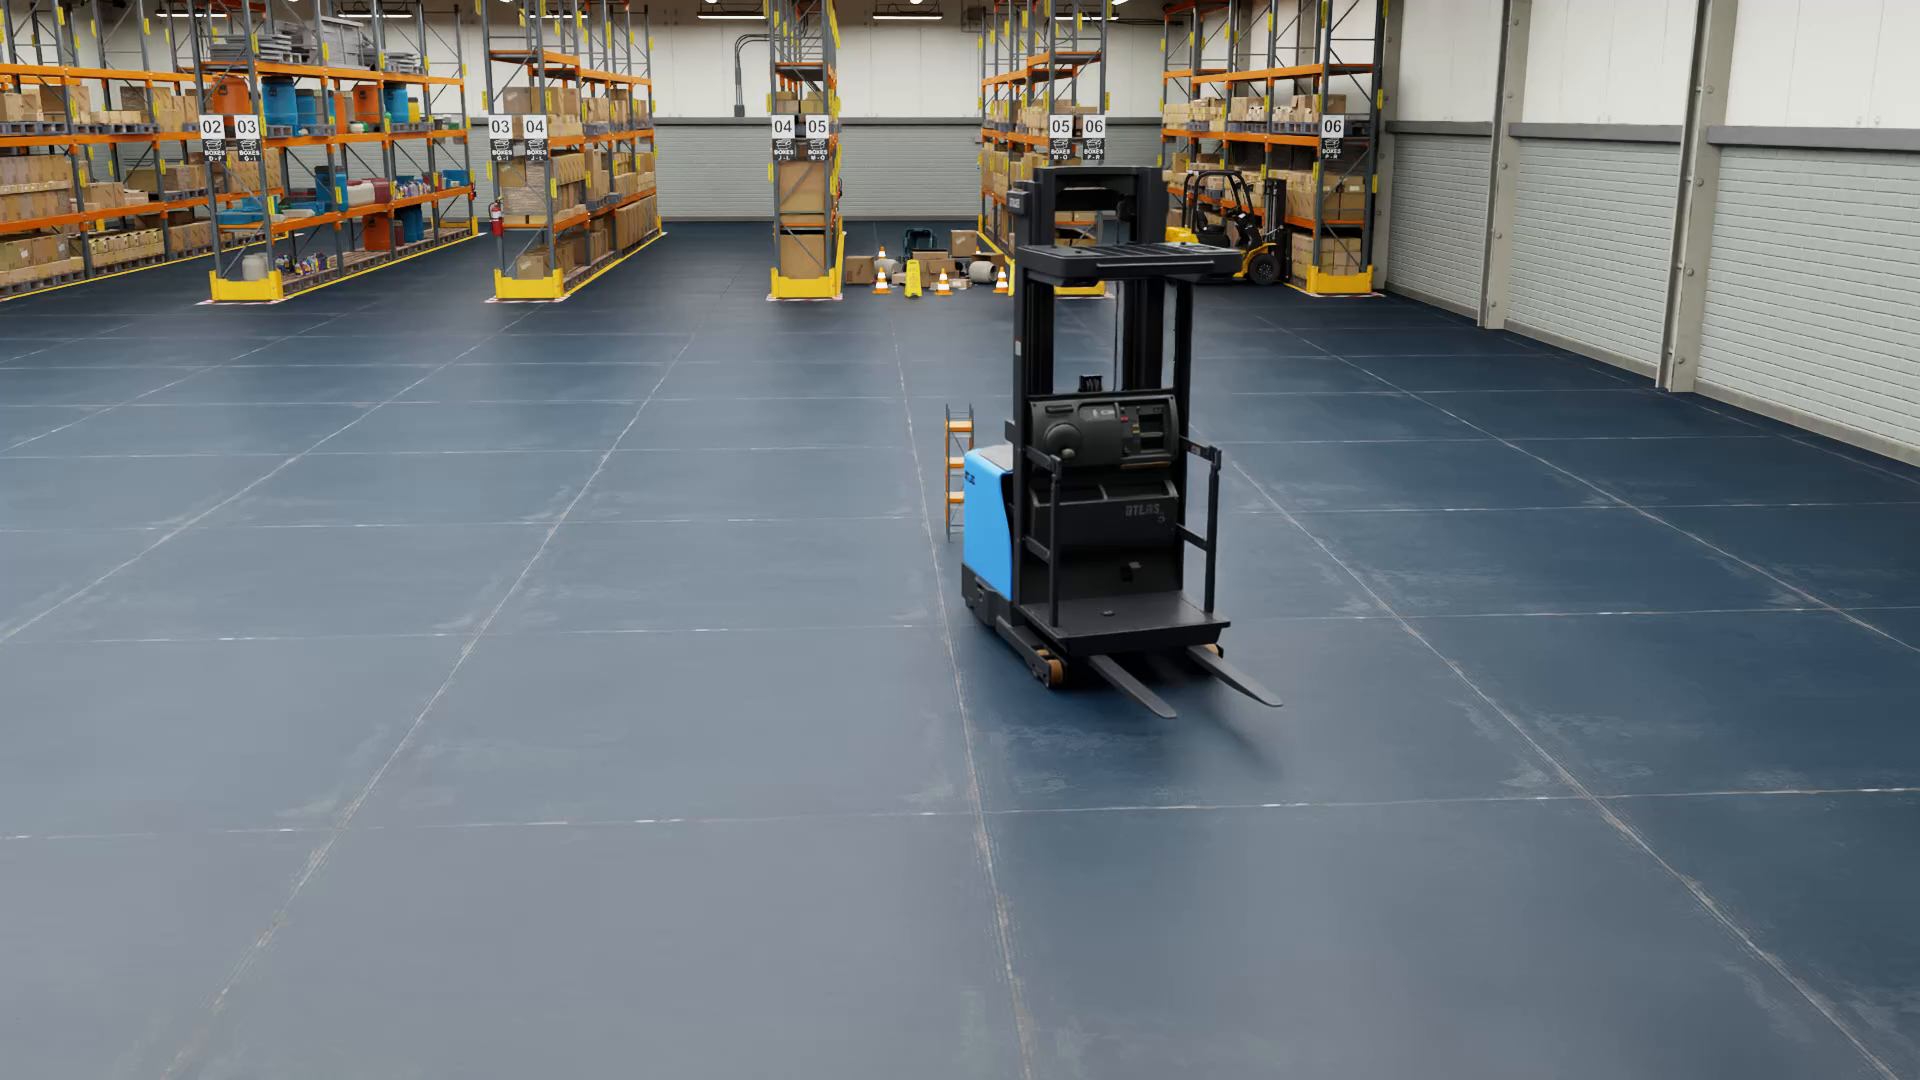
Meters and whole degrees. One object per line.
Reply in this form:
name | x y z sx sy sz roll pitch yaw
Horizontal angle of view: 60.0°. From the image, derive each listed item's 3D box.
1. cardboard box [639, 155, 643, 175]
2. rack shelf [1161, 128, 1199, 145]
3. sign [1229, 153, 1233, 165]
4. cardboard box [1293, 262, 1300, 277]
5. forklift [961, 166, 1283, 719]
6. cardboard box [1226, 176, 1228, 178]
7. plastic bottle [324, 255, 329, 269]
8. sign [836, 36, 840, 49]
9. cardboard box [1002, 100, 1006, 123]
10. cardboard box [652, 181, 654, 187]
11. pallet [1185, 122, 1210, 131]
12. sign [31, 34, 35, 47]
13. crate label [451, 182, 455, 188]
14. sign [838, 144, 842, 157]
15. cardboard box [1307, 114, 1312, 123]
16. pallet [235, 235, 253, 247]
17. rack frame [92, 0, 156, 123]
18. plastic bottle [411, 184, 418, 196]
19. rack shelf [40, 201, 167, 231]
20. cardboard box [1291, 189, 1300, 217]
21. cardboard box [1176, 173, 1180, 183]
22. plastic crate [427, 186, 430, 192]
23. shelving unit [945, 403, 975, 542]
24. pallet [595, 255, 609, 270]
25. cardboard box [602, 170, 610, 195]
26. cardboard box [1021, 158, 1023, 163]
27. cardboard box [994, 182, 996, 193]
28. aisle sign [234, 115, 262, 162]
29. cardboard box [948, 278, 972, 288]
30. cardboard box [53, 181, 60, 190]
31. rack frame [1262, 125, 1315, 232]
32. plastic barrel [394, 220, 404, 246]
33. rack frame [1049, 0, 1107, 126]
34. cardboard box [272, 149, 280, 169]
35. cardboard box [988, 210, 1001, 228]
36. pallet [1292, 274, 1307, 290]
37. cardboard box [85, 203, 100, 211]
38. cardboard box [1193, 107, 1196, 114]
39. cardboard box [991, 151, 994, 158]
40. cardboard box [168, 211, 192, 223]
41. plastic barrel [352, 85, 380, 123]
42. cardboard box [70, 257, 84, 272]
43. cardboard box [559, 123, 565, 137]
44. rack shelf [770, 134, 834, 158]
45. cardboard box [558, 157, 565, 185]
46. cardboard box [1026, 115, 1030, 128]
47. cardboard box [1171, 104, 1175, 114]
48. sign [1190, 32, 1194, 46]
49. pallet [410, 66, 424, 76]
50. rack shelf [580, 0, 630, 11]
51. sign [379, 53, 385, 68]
cardboard box | -8.333 -9.508 42.161 0.500 0.500 0.500 -1 14 -3
rack shelf | 6.185 -10.660 43.864 1.077 0.370 4.000 -1 14 -3
sign | 6.863 -9.629 42.107 0.100 0.325 0.005 -1 14 -3
cardboard box | 6.687 -5.182 31.822 0.500 0.250 0.500 -1 14 -3
forklift | 0.934 -0.671 9.750 1.130 2.935 3.031 -4 15 -17
cardboard box | 6.283 -8.343 37.929 0.380 0.149 0.250 0 14 -2
plastic bottle | -12.624 -5.545 33.127 0.061 0.283 0.133 0 14 -1
sign | -3.271 -13.312 44.515 0.100 0.325 0.005 -1 14 -3
cardboard box | 1.352 -9.934 38.554 0.700 0.500 0.500 -2 15 -6
cardboard box | -8.415 -9.553 44.640 0.380 0.149 0.250 -1 14 -3
pallet | 6.280 -10.257 41.230 1.213 0.211 1.003 -1 14 -3
sign | -24.169 -13.021 43.382 0.100 0.325 0.005 -1 14 -3
crate label | -13.450 -9.307 43.587 0.396 0.136 0.243 -1 14 -3
sign | -3.271 -10.592 45.215 0.100 0.325 0.005 -1 14 -3
cardboard box | 6.698 -7.859 30.991 0.380 0.149 0.250 -1 14 -5
pallet | -18.465 -7.496 41.739 1.003 0.211 1.213 -1 14 -3
rack frame | -18.175 -10.587 36.114 1.000 3.000 0.127 -1 14 -3
plastic bottle | -13.078 -8.382 39.835 0.152 0.276 0.135 -1 14 -3
rack shelf | -18.051 -6.836 35.018 1.077 0.370 4.000 -1 14 -3
cardboard box | 6.705 -6.498 32.060 0.500 0.500 0.500 -1 14 -4
cardboard box | 5.971 -9.502 43.640 0.500 0.250 0.500 -1 14 -4
plastic crate | -13.365 -8.771 41.505 0.396 0.136 0.243 -1 14 -3
shelving unit | -0.003 -0.522 12.947 0.215 1.050 0.252 -1 14 -3
pallet | -8.168 -5.986 35.868 1.003 0.211 1.213 -1 14 -3
cardboard box | -8.080 -7.814 36.334 0.700 0.500 0.500 1 14 5
cardboard box | 1.501 -8.052 35.359 0.380 0.149 0.250 -2 15 -6
cardboard box | 1.119 -8.795 41.491 0.500 0.250 0.500 -1 14 -5
aisle sign | -12.439 -7.013 29.046 0.394 0.787 0.004 -1 14 -3
cardboard box | 0.002 -4.911 31.814 0.380 0.149 0.250 7 16 26
cardboard box | -17.665 -6.858 32.159 0.380 0.149 0.250 -1 14 -5
rack frame | 6.805 -7.069 34.482 1.000 3.000 0.127 -1 14 -3
plastic barrel | -13.348 -7.195 38.966 0.600 0.588 0.708 -1 14 -3
rack frame | 2.099 -8.902 29.566 1.000 3.000 0.127 -1 14 -3
cardboard box | -18.369 -10.097 44.043 0.500 0.500 0.500 -1 14 -4
cardboard box | 1.248 -8.776 45.414 0.875 0.438 0.875 -1 14 -5
pallet | 6.964 -4.914 31.699 1.003 0.211 1.213 -1 14 -3
cardboard box | -17.778 -6.788 33.895 0.380 0.149 0.250 -1 14 -3
cardboard box | 5.951 -10.576 40.954 0.380 0.149 0.250 -1 14 -4
cardboard box | 1.051 -9.627 42.215 0.500 0.500 0.500 -1 14 -4
cardboard box | -18.574 -7.669 39.442 0.500 0.250 0.500 -1 14 -3
plastic barrel | -13.263 -9.762 37.224 0.600 0.830 0.708 -1 14 -3
cardboard box | -17.680 -5.446 32.850 0.500 0.250 0.500 -1 14 -3
cardboard box | -7.629 -7.599 30.823 0.500 0.250 0.500 -1 14 -4
rack shelf | -2.959 -7.497 31.568 1.077 0.370 4.000 -1 14 -3
cardboard box | -7.578 -6.786 30.577 0.500 0.500 0.500 -1 14 -3
cardboard box | 1.605 -8.402 33.346 0.500 0.250 0.500 -1 14 -5
cardboard box | 5.896 -11.454 44.205 0.500 0.250 0.500 -1 14 -4
sign | 5.767 -12.451 41.326 0.100 0.325 0.005 -1 14 -3
pallet | -13.397 -11.167 39.549 1.003 0.211 1.213 -1 14 -3
rack shelf | -8.412 -12.497 38.313 1.077 0.370 4.000 -1 14 -3
sign | -12.682 -10.516 36.487 0.100 0.325 0.005 -1 14 -3
